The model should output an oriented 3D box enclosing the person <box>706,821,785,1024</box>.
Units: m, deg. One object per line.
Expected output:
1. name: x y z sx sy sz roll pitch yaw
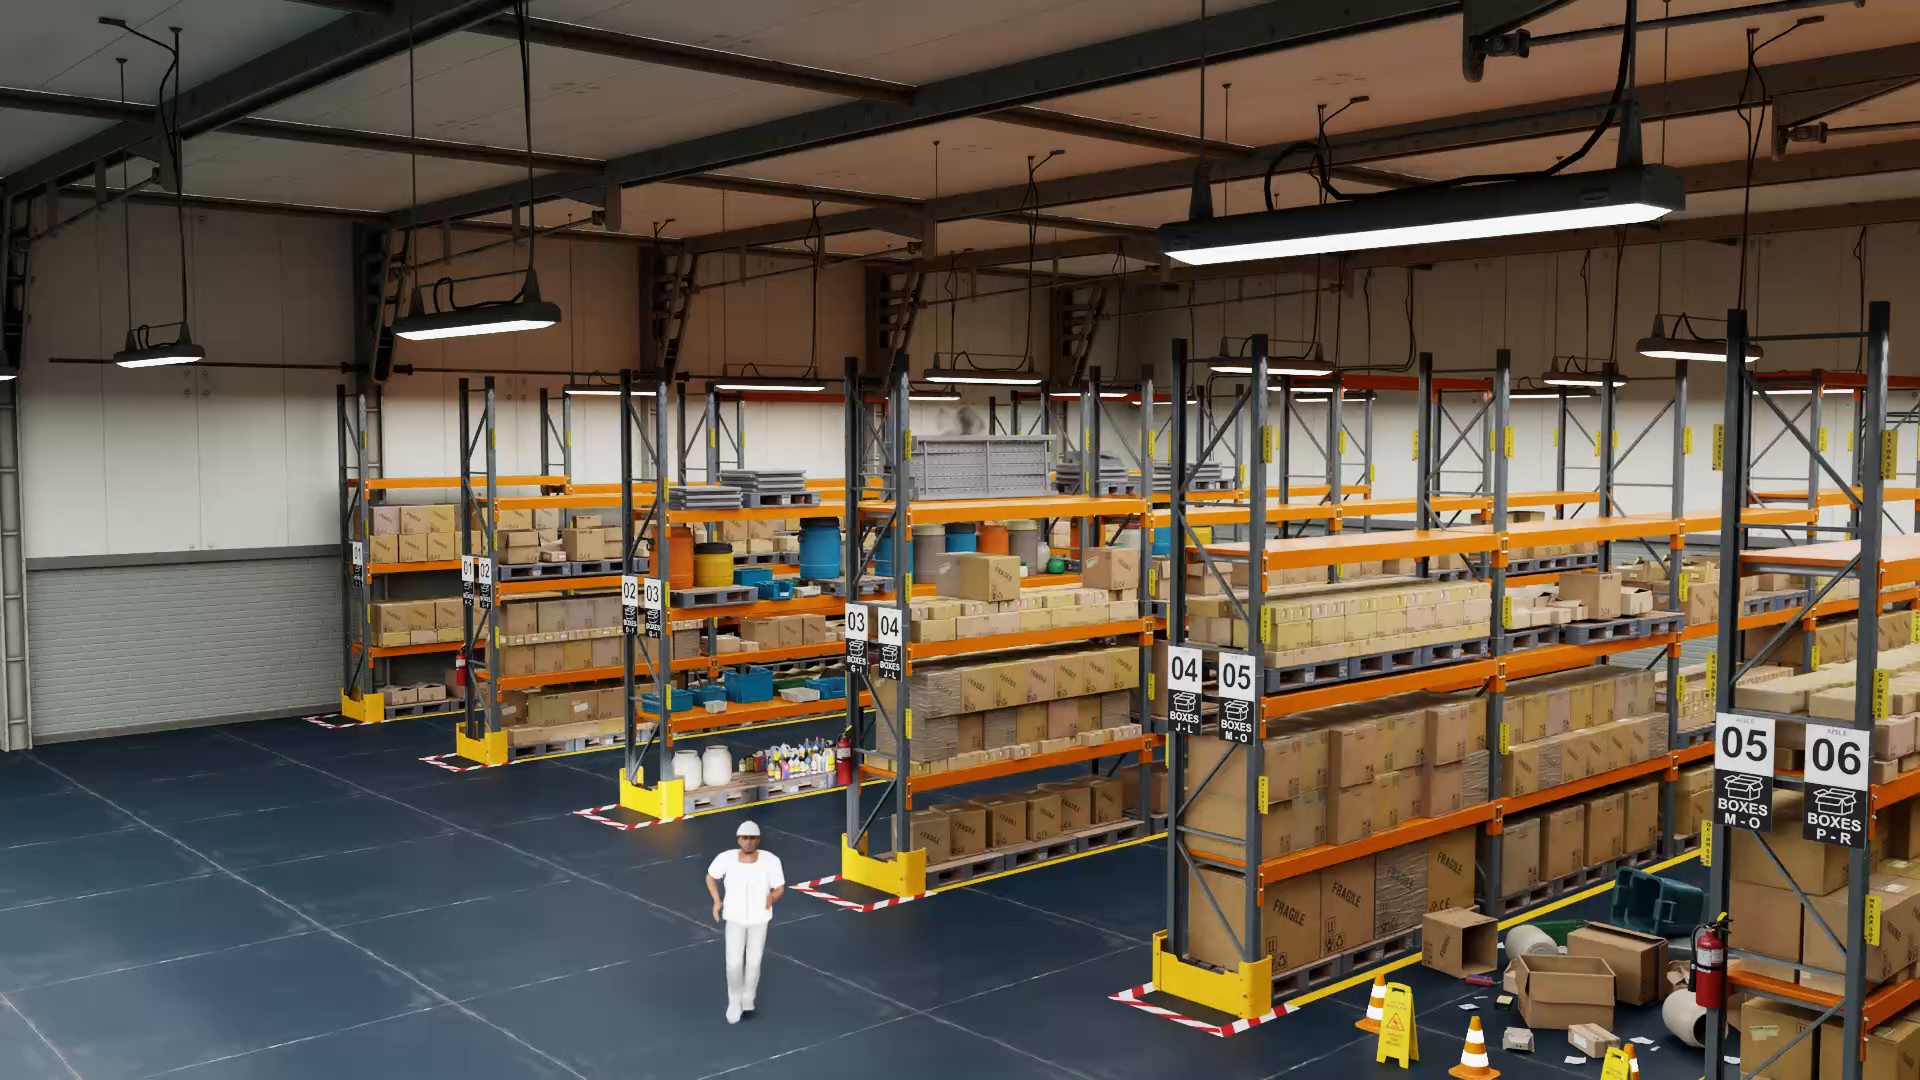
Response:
1. person: -1.863 3.337 14.534 0.673 1.774 0.704 -1 4 -11
